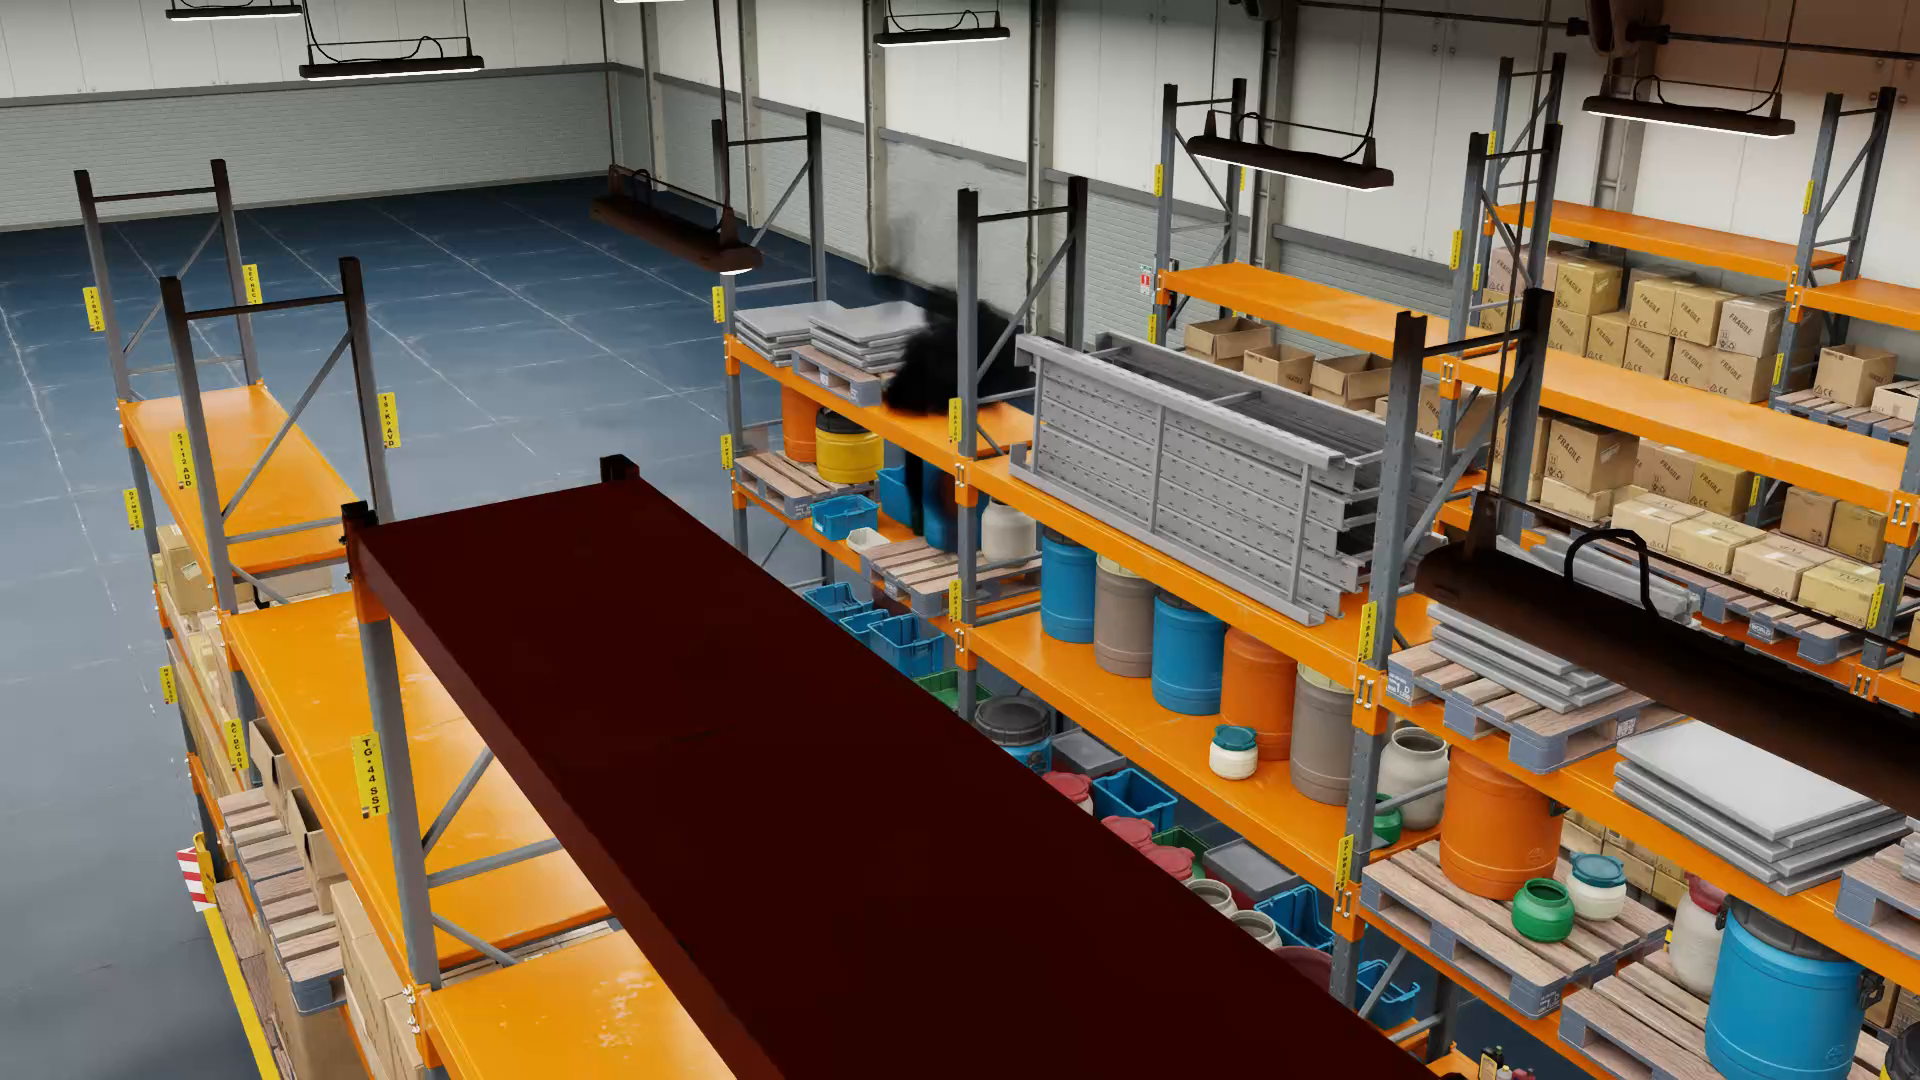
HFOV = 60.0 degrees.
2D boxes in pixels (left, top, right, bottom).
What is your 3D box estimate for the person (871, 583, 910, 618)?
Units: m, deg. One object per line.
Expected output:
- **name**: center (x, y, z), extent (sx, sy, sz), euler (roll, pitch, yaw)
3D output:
- **person**: center (-0.678, 0.793, 17.126), extent (0.733, 1.751, 0.740), euler (15, 26, 33)
